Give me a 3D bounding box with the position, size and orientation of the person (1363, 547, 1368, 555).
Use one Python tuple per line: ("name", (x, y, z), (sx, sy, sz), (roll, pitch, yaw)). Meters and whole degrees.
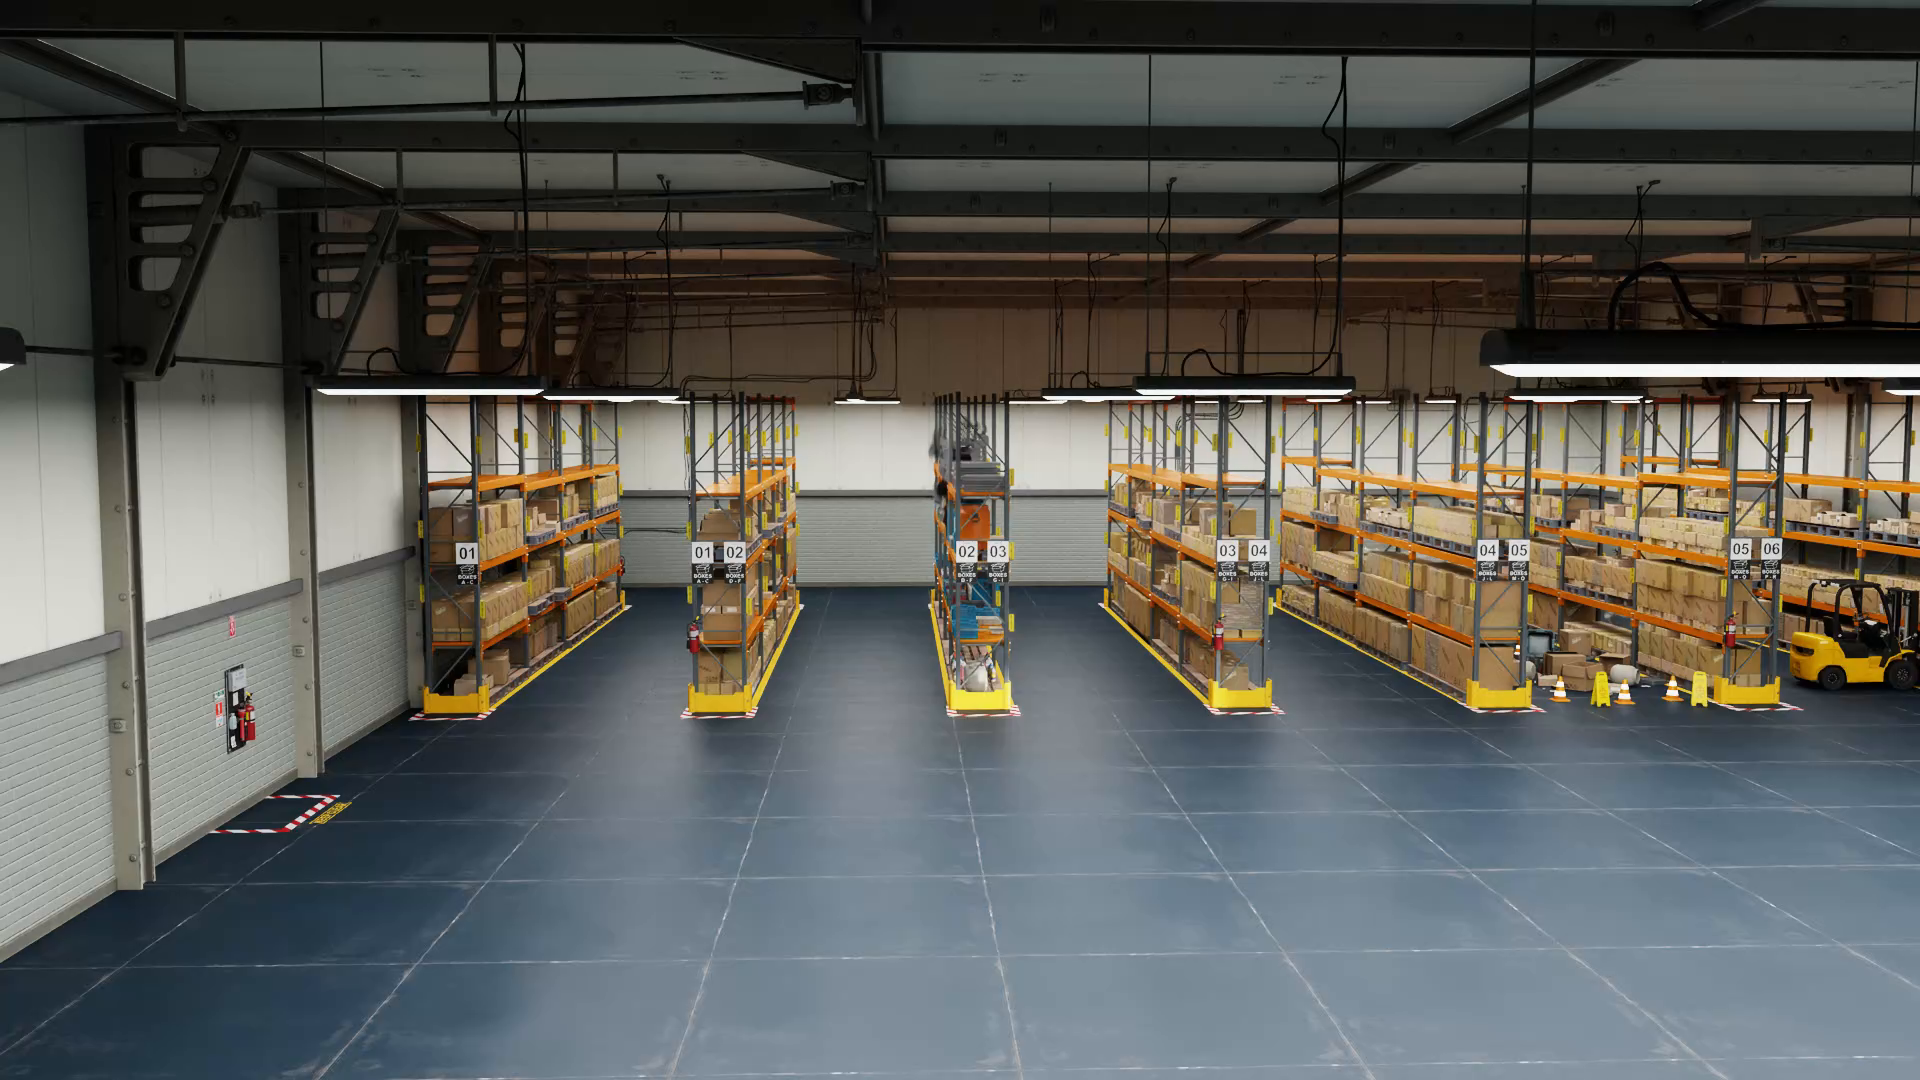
("person", (11.511, 1.054, 47.544), (0.736, 1.723, 0.509), (-2, 5, -18))
